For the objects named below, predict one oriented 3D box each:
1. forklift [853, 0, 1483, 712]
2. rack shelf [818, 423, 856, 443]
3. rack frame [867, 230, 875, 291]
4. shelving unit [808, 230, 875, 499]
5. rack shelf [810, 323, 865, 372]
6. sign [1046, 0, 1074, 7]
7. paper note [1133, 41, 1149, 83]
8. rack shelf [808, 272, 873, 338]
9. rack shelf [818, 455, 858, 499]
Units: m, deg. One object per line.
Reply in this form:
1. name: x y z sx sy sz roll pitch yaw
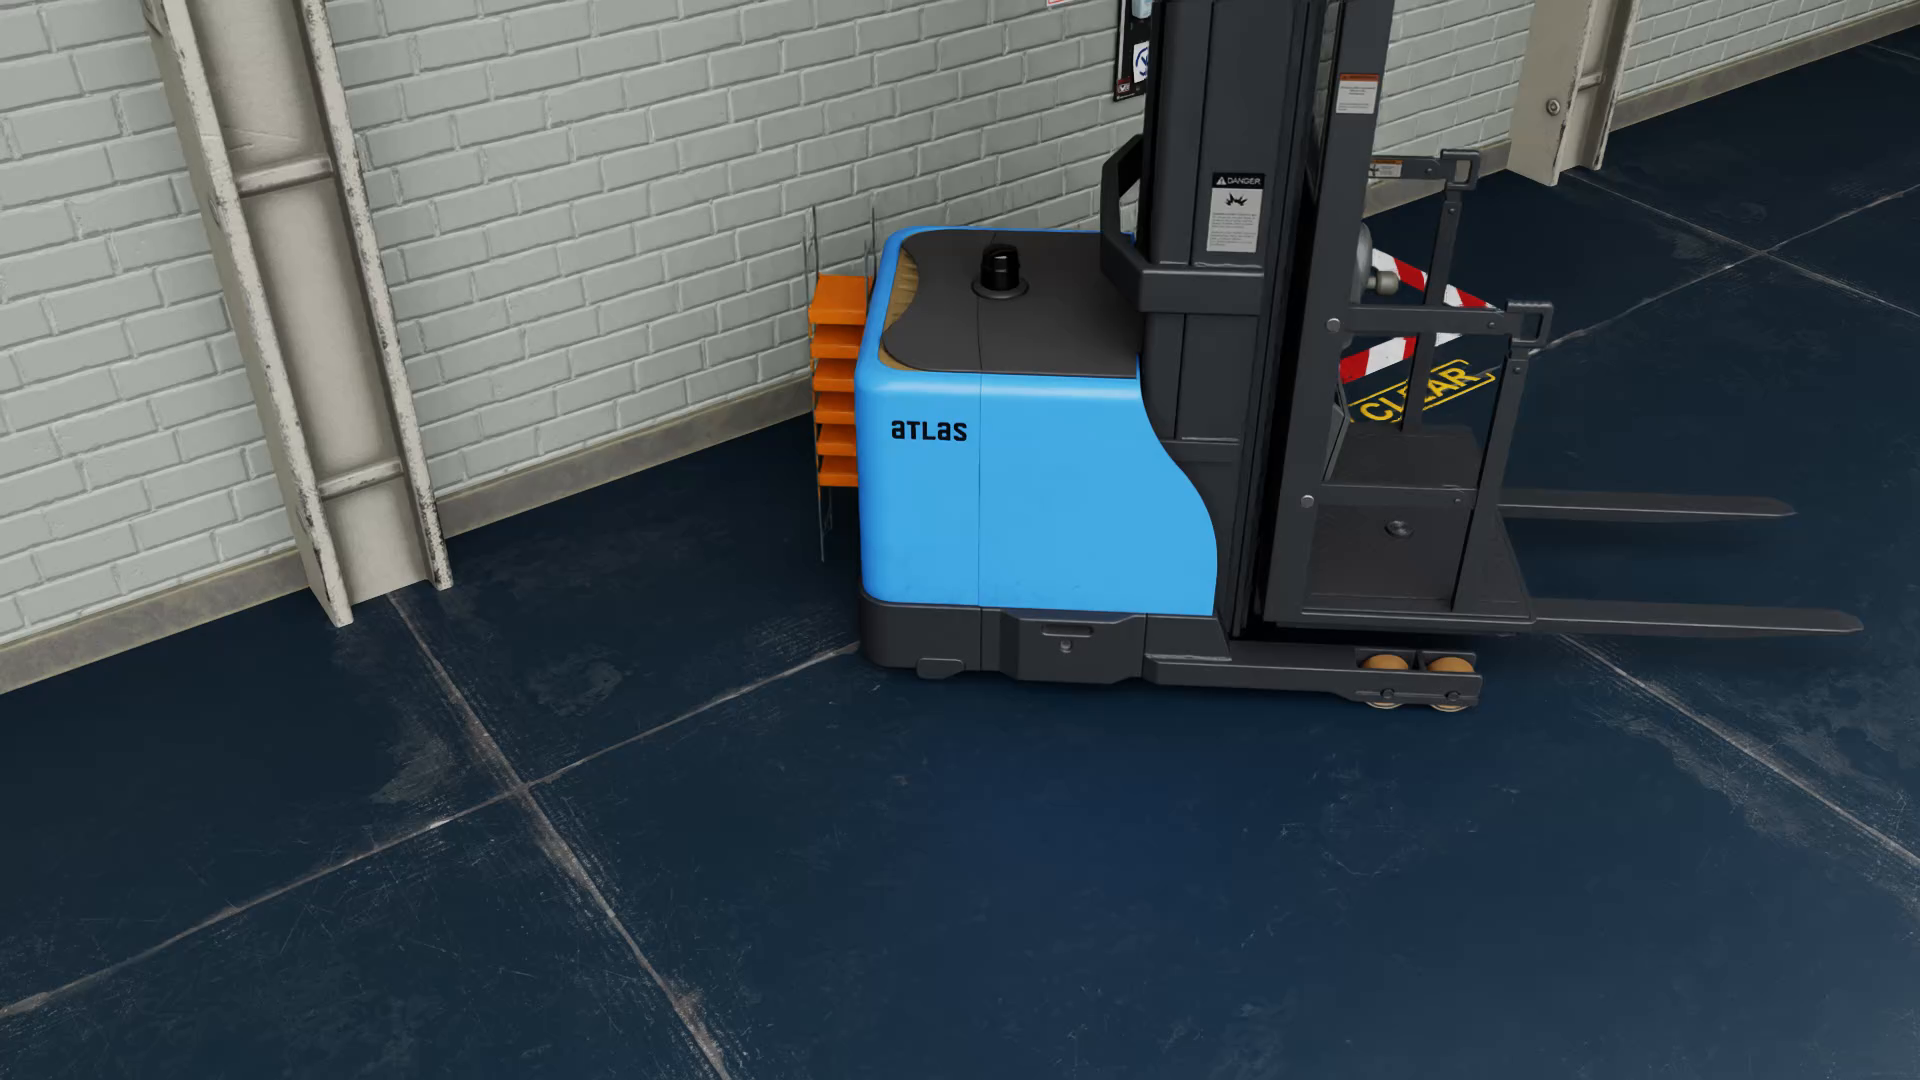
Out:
1. forklift: 1.231 -0.994 4.621 3.031 2.935 1.130 2 36 3
2. rack shelf: -0.366 -0.365 5.465 0.171 0.034 0.221 2 36 3
3. rack frame: -0.275 -0.472 5.379 0.002 1.046 0.228 2 36 3
4. shelving unit: -0.365 -0.476 5.385 0.183 1.046 0.258 2 36 3
5. rack shelf: -0.366 -0.635 5.271 0.180 0.103 0.258 2 36 3
6. sign: 10.361 -2.162 6.103 16.451 0.391 11.513 -22 41 -28
7. paper note: 0.744 -1.895 6.570 0.142 0.148 0.016 -22 41 -28
8. rack shelf: -0.366 -0.733 5.201 0.180 0.103 0.258 2 36 3
9. rack shelf: -0.366 -0.246 5.551 0.180 0.103 0.258 2 36 3
